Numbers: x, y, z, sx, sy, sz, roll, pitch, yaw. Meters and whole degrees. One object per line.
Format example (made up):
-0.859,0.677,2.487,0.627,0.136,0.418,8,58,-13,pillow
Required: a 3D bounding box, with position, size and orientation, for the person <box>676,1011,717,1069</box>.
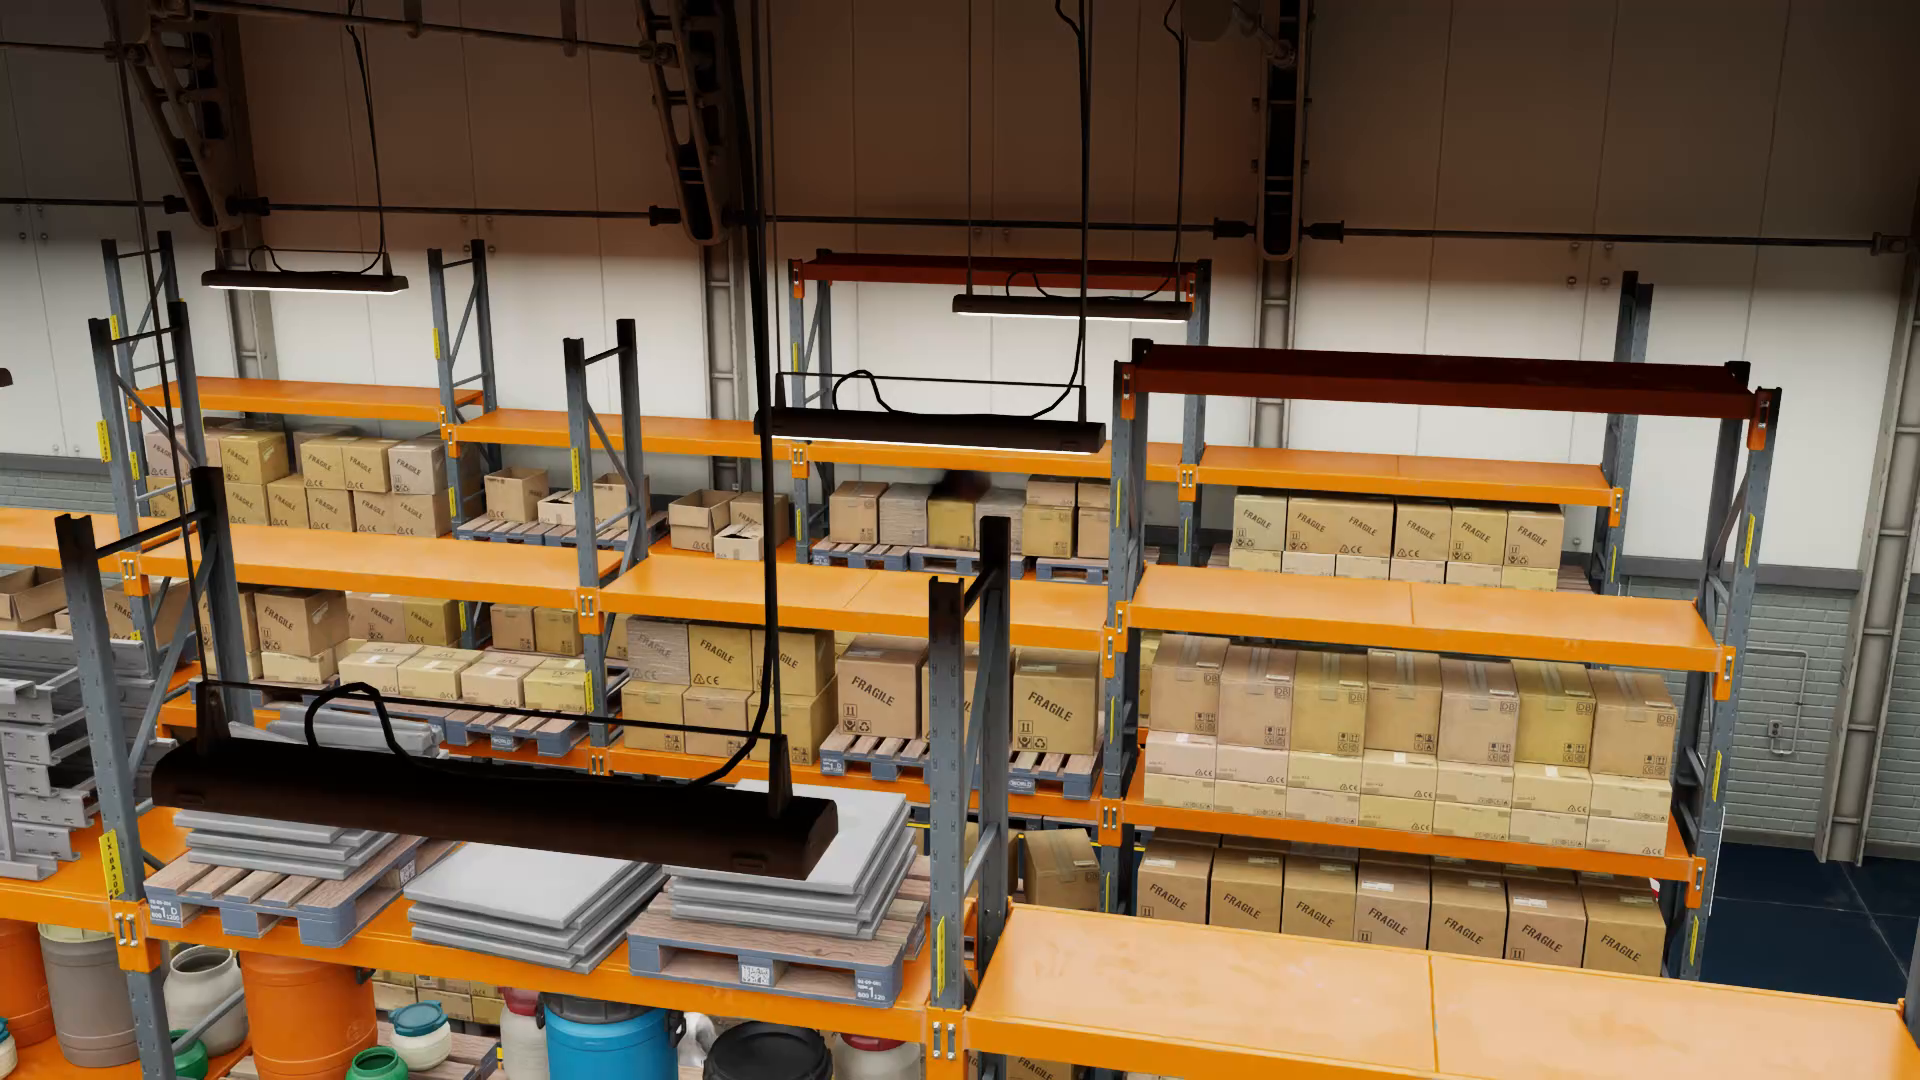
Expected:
-1.965,3.884,11.943,0.661,1.784,0.407,-3,17,-10,person
